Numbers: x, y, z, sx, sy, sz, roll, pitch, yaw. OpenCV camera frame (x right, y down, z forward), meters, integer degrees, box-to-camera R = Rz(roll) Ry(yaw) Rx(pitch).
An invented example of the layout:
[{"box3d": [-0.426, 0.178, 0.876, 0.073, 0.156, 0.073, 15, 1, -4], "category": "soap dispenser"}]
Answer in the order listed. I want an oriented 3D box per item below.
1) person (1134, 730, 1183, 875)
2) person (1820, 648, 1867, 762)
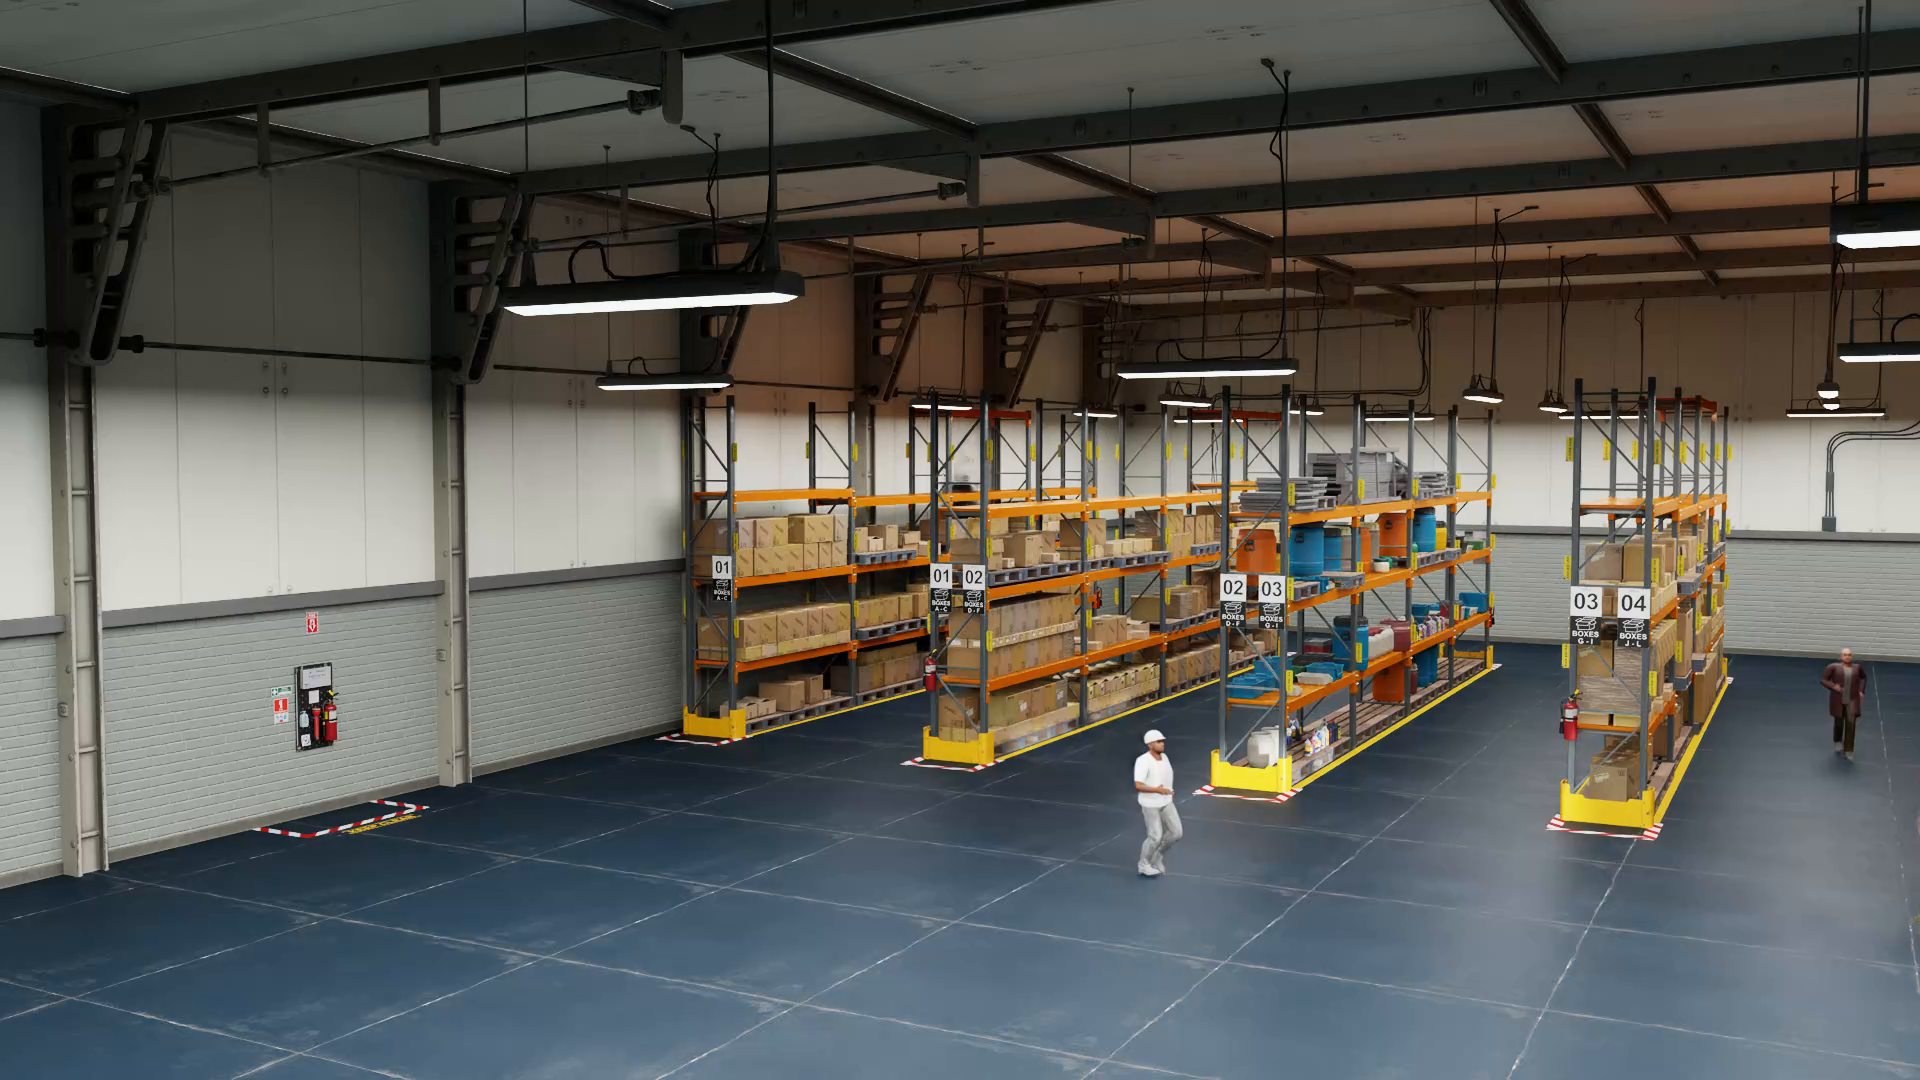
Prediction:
[{"box3d": [2.355, 3.096, 19.526, 0.675, 1.732, 0.627, -3, 4, -42], "category": "person"}, {"box3d": [14.506, 2.671, 27.307, 0.698, 1.800, 0.985, 1, 3, 23], "category": "person"}]
